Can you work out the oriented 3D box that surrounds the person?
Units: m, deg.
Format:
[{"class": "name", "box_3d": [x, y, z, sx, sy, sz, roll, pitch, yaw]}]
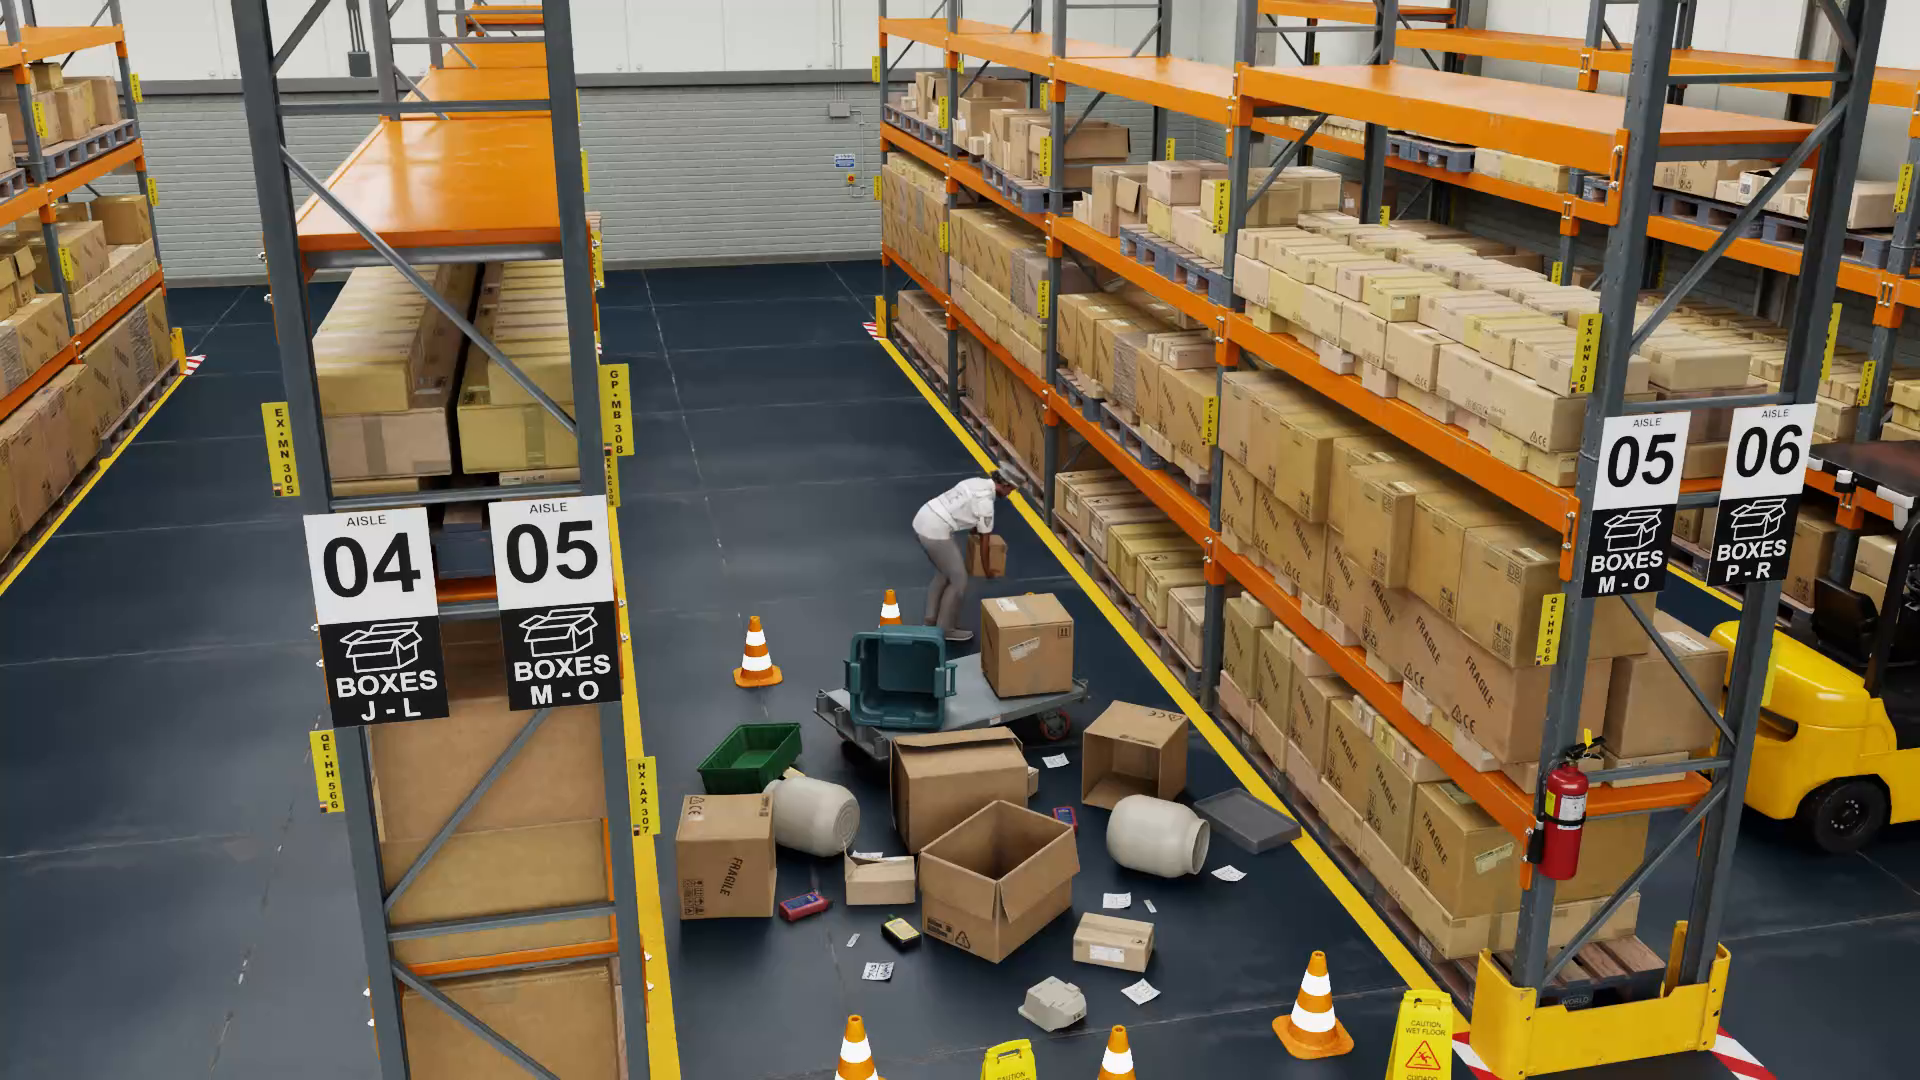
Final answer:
[{"class": "person", "box_3d": [0.079, 0.076, 12.610, 0.873, 1.350, 0.411, -5, 20, -14]}]
